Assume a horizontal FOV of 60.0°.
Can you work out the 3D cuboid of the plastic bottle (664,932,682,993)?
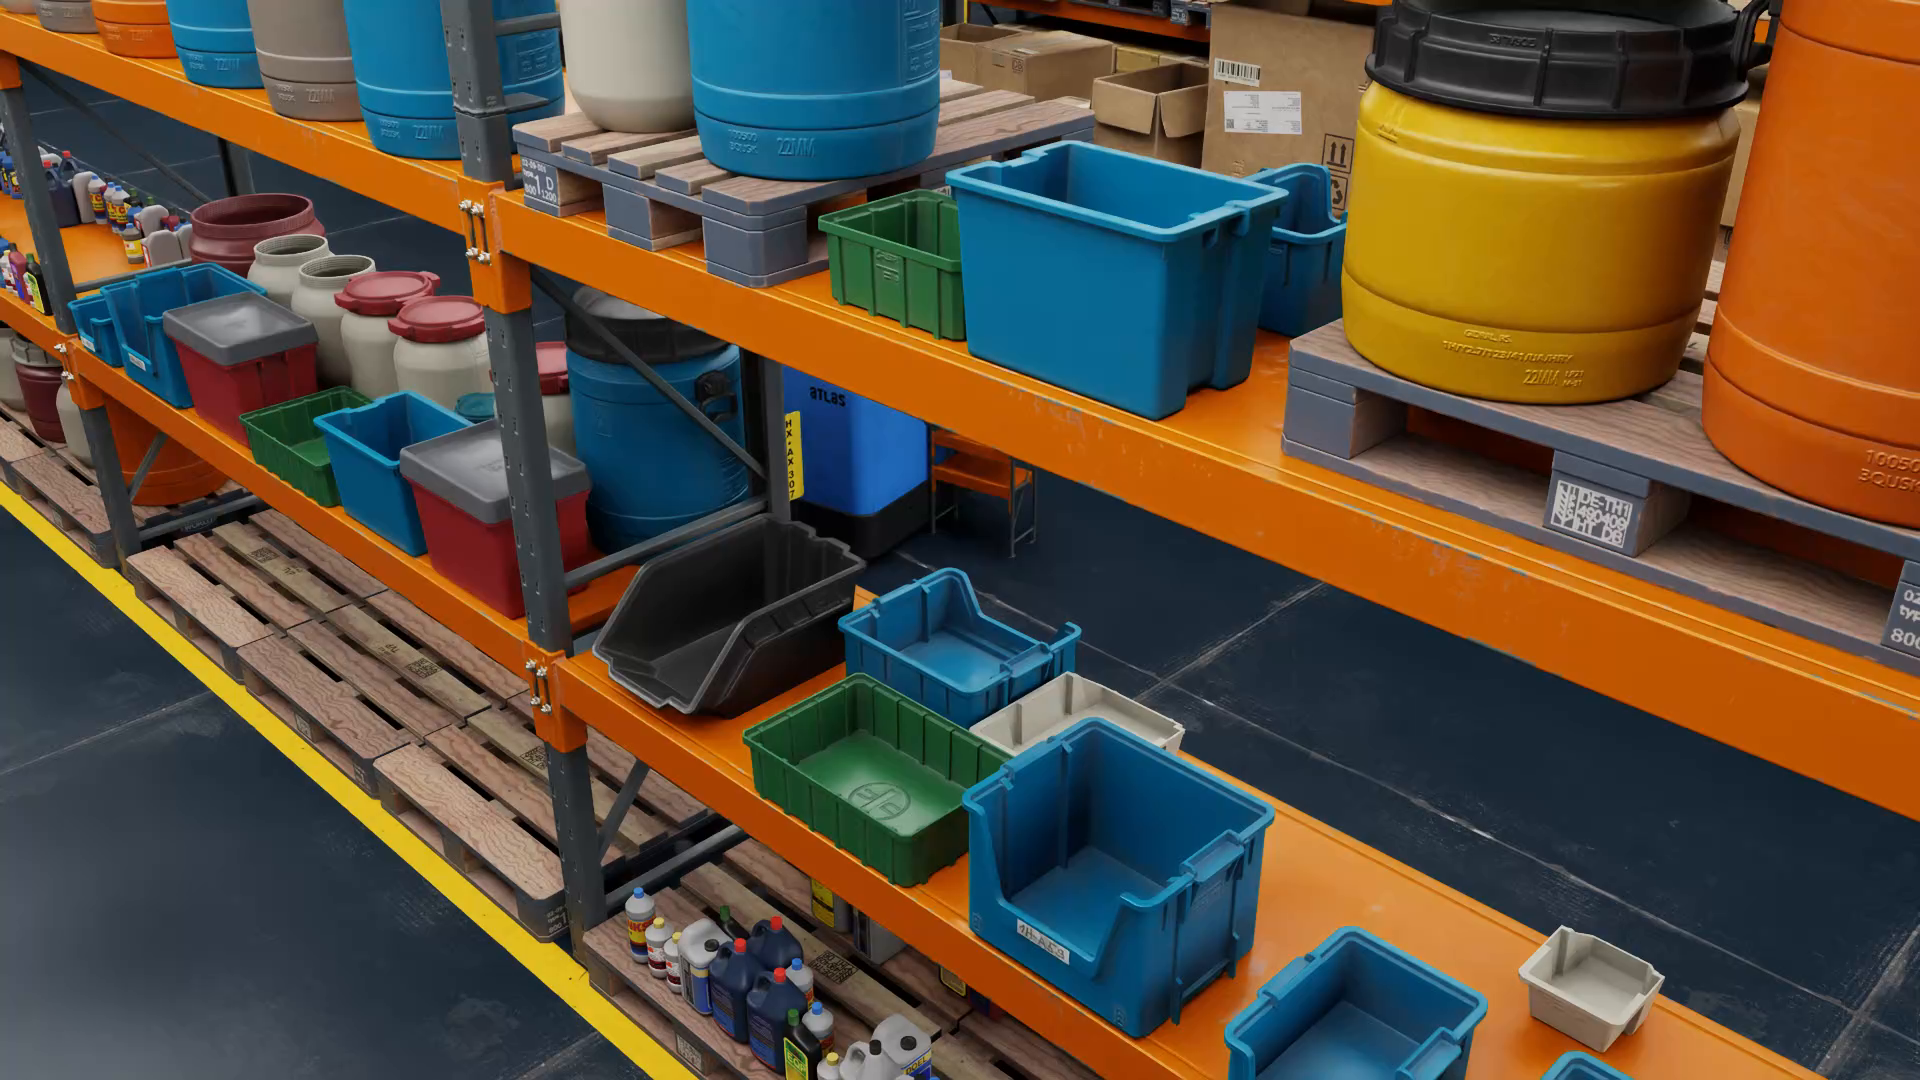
[{"bbox_3d":[-0.918,1.374,5.447,0.097,0.201,0.097,0,28,0],"label":"plastic bottle"}]

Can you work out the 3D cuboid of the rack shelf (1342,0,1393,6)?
[{"bbox_3d":[1.064,-3.291,9.336,4.000,0.370,1.077,25,36,38],"label":"rack shelf"}]

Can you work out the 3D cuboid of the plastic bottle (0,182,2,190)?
[{"bbox_3d":[-5.771,-2.274,9.905,0.185,0.351,0.144,25,36,38],"label":"plastic bottle"}]

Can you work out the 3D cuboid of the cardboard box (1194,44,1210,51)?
[{"bbox_3d":[2.504,-4.430,15.380,0.500,0.250,0.500,24,36,38],"label":"cardboard box"}]

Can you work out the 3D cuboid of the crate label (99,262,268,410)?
[{"bbox_3d":[-3.316,-0.892,7.186,0.616,0.435,0.502,25,36,38],"label":"crate label"}]

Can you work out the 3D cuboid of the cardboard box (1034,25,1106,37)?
[{"bbox_3d":[1.058,-4.762,16.012,0.500,0.250,0.500,-24,36,-38],"label":"cardboard box"}]

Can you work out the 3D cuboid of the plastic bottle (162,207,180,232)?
[{"bbox_3d":[-4.119,-1.610,8.714,0.133,0.283,0.061,25,36,38],"label":"plastic bottle"}]

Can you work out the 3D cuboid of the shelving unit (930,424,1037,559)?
[{"bbox_3d":[0.121,-0.542,8.492,0.503,1.200,0.258,17,32,29],"label":"shelving unit"}]

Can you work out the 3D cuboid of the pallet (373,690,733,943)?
[{"bbox_3d":[-1.570,1.005,6.611,1.213,0.211,1.003,25,36,38],"label":"pallet"}]

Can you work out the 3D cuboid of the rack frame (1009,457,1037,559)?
[{"bbox_3d":[0.325,-0.480,8.374,0.015,1.200,0.240,17,32,29],"label":"rack frame"}]

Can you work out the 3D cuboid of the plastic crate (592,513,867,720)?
[{"bbox_3d":[-0.698,0.255,5.108,0.504,0.338,0.767,25,36,38],"label":"plastic crate"}]

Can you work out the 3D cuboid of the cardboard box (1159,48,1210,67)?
[{"bbox_3d":[2.148,-4.256,15.050,0.500,0.250,0.500,-25,36,-38],"label":"cardboard box"}]

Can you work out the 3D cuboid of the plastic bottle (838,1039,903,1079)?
[{"bbox_3d":[-0.260,1.594,4.870,0.185,0.351,0.144,24,36,38],"label":"plastic bottle"}]

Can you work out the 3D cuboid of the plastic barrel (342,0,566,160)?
[{"bbox_3d":[-1.497,-1.629,4.863,0.708,0.901,0.600,25,36,38],"label":"plastic barrel"}]

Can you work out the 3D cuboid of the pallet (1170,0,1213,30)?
[{"bbox_3d":[2.604,-4.660,14.595,1.003,0.211,1.213,25,36,38],"label":"pallet"}]

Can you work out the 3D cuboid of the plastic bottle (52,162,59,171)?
[{"bbox_3d":[-5.144,-2.022,9.510,0.097,0.271,0.097,0,28,0],"label":"plastic bottle"}]

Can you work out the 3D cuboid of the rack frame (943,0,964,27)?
[{"bbox_3d":[-0.362,-2.934,11.107,0.127,3.000,1.000,25,36,38],"label":"rack frame"}]

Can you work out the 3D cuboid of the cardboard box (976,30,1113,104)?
[{"bbox_3d":[0.519,-2.852,10.393,0.700,0.500,0.500,-19,33,-32],"label":"cardboard box"}]

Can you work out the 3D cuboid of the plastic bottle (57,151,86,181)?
[{"bbox_3d":[-5.017,-2.023,9.428,0.185,0.351,0.144,25,36,38],"label":"plastic bottle"}]

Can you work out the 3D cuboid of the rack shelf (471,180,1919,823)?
[{"bbox_3d":[0.444,-0.342,3.727,4.000,0.370,1.077,25,36,38],"label":"rack shelf"}]

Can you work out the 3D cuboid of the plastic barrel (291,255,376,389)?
[{"bbox_3d":[-2.651,-0.938,7.190,0.421,0.512,0.421,0,28,0],"label":"plastic barrel"}]

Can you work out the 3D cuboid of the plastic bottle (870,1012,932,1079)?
[{"bbox_3d":[-0.174,1.569,4.996,0.135,0.276,0.152,25,36,38],"label":"plastic bottle"}]

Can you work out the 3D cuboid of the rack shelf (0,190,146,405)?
[{"bbox_3d":[-5.261,-1.625,9.390,4.000,0.370,1.077,25,36,38],"label":"rack shelf"}]

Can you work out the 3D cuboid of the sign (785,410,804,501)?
[{"bbox_3d":[-0.589,-0.287,5.775,0.005,0.325,0.100,25,36,38],"label":"sign"}]

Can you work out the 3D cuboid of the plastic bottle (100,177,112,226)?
[{"bbox_3d":[-4.709,-1.880,9.227,0.133,0.283,0.061,25,36,38],"label":"plastic bottle"}]

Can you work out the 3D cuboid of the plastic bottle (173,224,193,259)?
[{"bbox_3d":[-3.917,-1.484,8.483,0.135,0.276,0.152,25,36,38],"label":"plastic bottle"}]

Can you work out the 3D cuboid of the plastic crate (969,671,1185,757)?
[{"bbox_3d":[0.353,0.577,4.713,0.437,0.136,0.530,25,36,38],"label":"plastic crate"}]

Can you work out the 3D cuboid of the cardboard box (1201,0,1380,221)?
[{"bbox_3d":[2.022,-2.386,8.969,1.000,1.000,1.000,25,37,39],"label":"cardboard box"}]

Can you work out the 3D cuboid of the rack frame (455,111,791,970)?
[{"bbox_3d":[-0.982,0.015,5.499,0.127,3.000,1.000,25,36,38],"label":"rack frame"}]

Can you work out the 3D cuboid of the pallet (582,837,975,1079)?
[{"bbox_3d":[-0.533,1.482,5.705,1.213,0.211,1.003,25,36,38],"label":"pallet"}]

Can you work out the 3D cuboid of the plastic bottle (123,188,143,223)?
[{"bbox_3d":[-4.475,-1.772,9.023,0.133,0.283,0.061,25,36,38],"label":"plastic bottle"}]

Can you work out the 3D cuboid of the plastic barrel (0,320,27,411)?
[{"bbox_3d":[-5.466,-1.052,9.750,0.421,0.512,0.421,0,28,0],"label":"plastic barrel"}]

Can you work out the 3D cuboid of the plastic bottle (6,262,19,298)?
[{"bbox_3d":[-4.656,-1.312,8.236,0.097,0.201,0.097,0,28,0],"label":"plastic bottle"}]

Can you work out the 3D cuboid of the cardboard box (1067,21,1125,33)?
[{"bbox_3d":[1.400,-4.933,16.337,0.500,0.250,0.500,-23,36,-37],"label":"cardboard box"}]

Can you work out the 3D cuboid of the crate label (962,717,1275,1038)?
[{"bbox_3d":[0.368,0.793,3.980,0.616,0.435,0.502,25,36,38],"label":"crate label"}]

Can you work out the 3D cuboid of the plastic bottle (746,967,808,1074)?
[{"bbox_3d":[-0.563,1.455,5.133,0.185,0.351,0.144,23,35,36],"label":"plastic bottle"}]

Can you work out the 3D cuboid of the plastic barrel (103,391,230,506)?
[{"bbox_3d":[-4.196,-0.670,8.681,0.708,0.830,0.600,25,36,38],"label":"plastic barrel"}]

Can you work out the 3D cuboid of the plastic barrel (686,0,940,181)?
[{"bbox_3d":[-0.348,-1.360,3.901,0.708,0.901,0.600,25,36,38],"label":"plastic barrel"}]

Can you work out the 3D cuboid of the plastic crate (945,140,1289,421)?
[{"bbox_3d":[0.299,-0.523,3.316,0.575,0.384,0.392,25,36,38],"label":"plastic crate"}]

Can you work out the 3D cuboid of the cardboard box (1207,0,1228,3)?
[{"bbox_3d":[2.337,-4.712,14.307,0.250,0.149,0.380,24,36,38],"label":"cardboard box"}]

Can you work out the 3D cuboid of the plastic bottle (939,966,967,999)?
[{"bbox_3d":[-0.008,1.347,5.411,0.133,0.283,0.061,25,36,38],"label":"plastic bottle"}]

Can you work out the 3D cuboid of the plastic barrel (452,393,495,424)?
[{"bbox_3d":[-1.819,-0.407,6.450,0.301,0.262,0.301,0,28,0],"label":"plastic barrel"}]

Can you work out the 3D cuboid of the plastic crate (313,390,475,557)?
[{"bbox_3d":[-1.987,-0.235,5.991,0.575,0.384,0.392,25,36,38],"label":"plastic crate"}]

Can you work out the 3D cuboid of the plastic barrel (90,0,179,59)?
[{"bbox_3d":[-2.935,-2.255,6.131,0.708,0.830,0.600,25,36,38],"label":"plastic barrel"}]

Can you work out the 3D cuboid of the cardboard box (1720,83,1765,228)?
[{"bbox_3d":[3.346,-1.690,7.240,0.500,0.500,0.500,25,36,38],"label":"cardboard box"}]

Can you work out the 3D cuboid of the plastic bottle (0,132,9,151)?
[{"bbox_3d":[-5.670,-2.322,9.996,0.185,0.351,0.144,25,36,38],"label":"plastic bottle"}]

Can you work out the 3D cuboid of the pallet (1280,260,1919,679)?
[{"bbox_3d":[1.348,-0.227,2.938,1.213,0.211,1.003,25,36,38],"label":"pallet"}]

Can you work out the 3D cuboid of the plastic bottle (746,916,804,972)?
[{"bbox_3d":[-0.597,1.346,5.341,0.185,0.351,0.144,25,36,38],"label":"plastic bottle"}]

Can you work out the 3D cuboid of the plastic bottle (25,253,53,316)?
[{"bbox_3d":[-4.422,-1.229,7.990,0.133,0.283,0.061,25,36,38],"label":"plastic bottle"}]

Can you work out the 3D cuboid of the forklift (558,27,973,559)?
[{"bbox_3d":[-1.446,-1.707,8.846,3.031,2.935,1.130,17,32,29],"label":"forklift"}]

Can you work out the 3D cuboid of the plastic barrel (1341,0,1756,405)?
[{"bbox_3d":[0.968,-0.607,2.805,0.600,0.588,0.600,0,28,0],"label":"plastic barrel"}]

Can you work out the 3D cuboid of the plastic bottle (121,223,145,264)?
[{"bbox_3d":[-4.321,-1.555,8.697,0.097,0.201,0.097,0,28,0],"label":"plastic bottle"}]
